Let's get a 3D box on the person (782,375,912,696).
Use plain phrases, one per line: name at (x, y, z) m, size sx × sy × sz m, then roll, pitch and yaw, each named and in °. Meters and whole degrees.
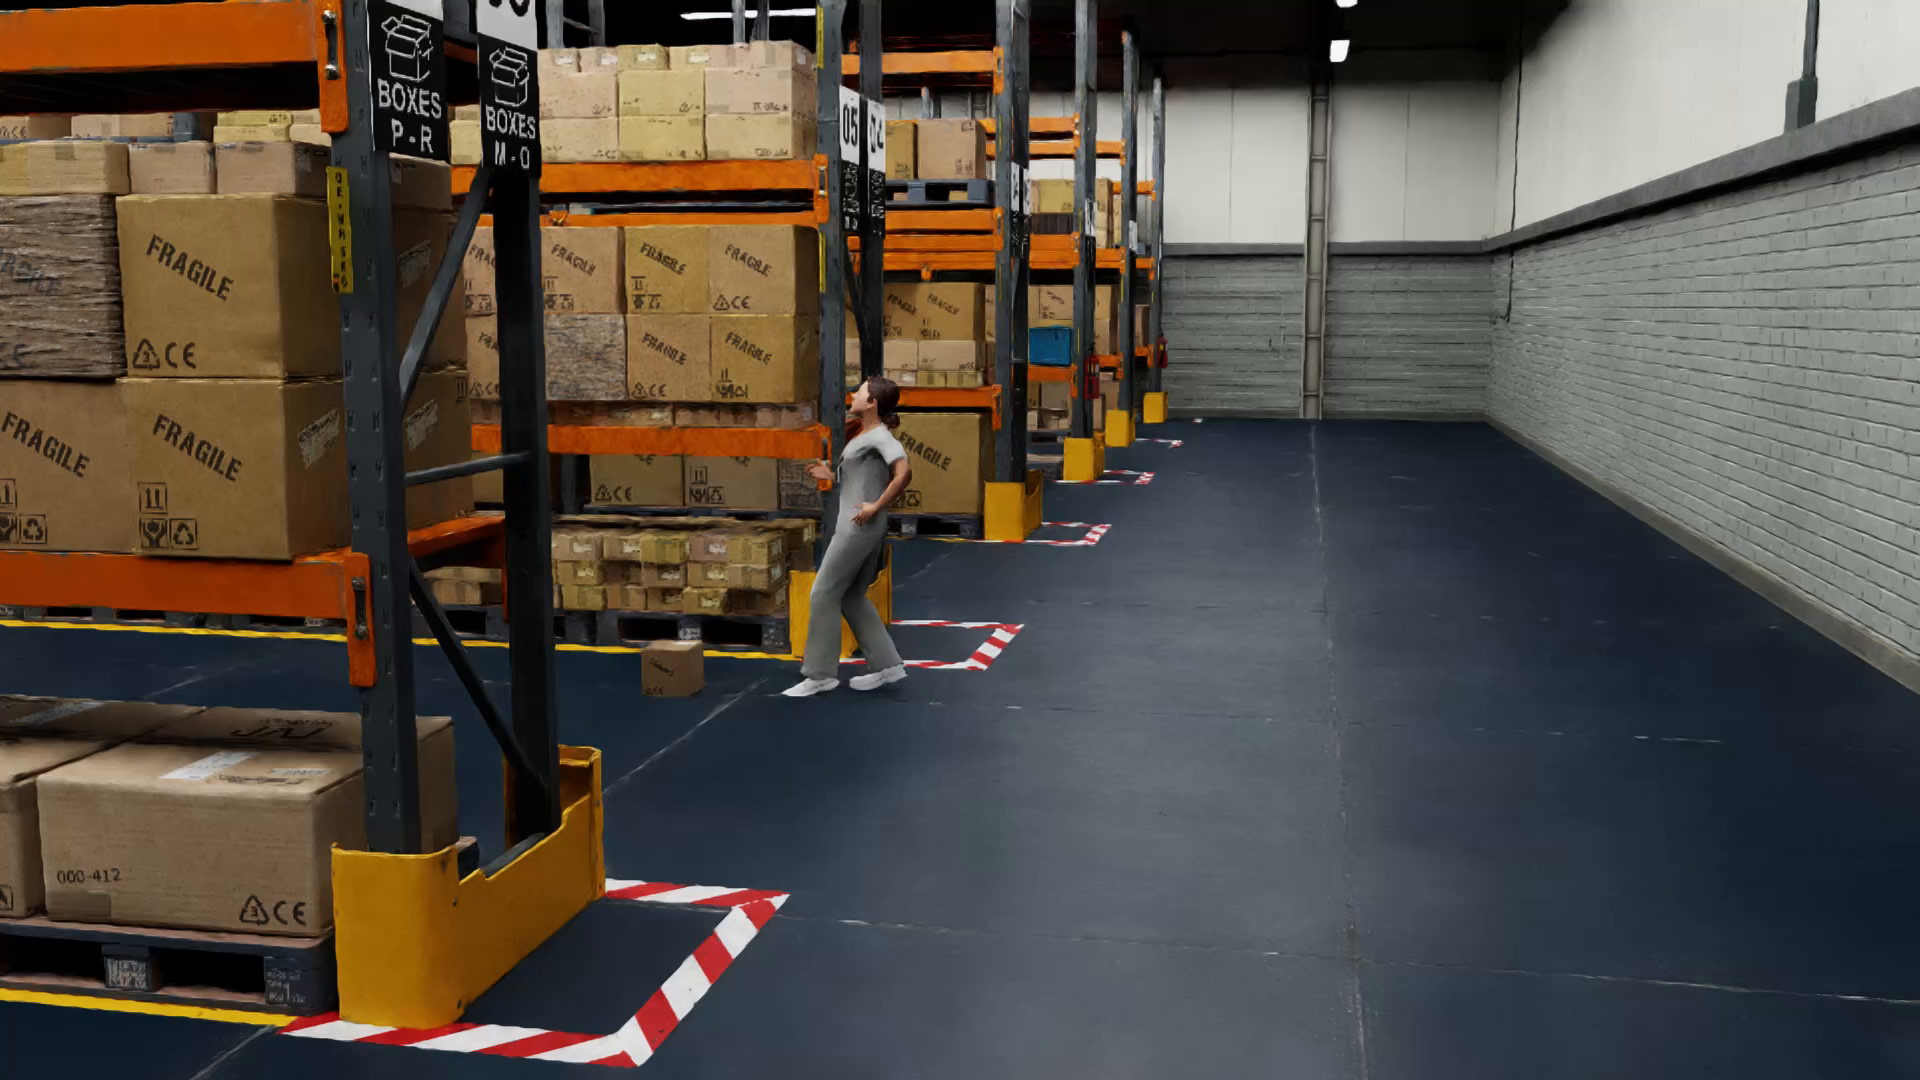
person at (-0.569, -0.010, 8.607) m, size 0.701 × 1.678 × 0.543 m, roll 1°, pitch 8°, yaw 5°
